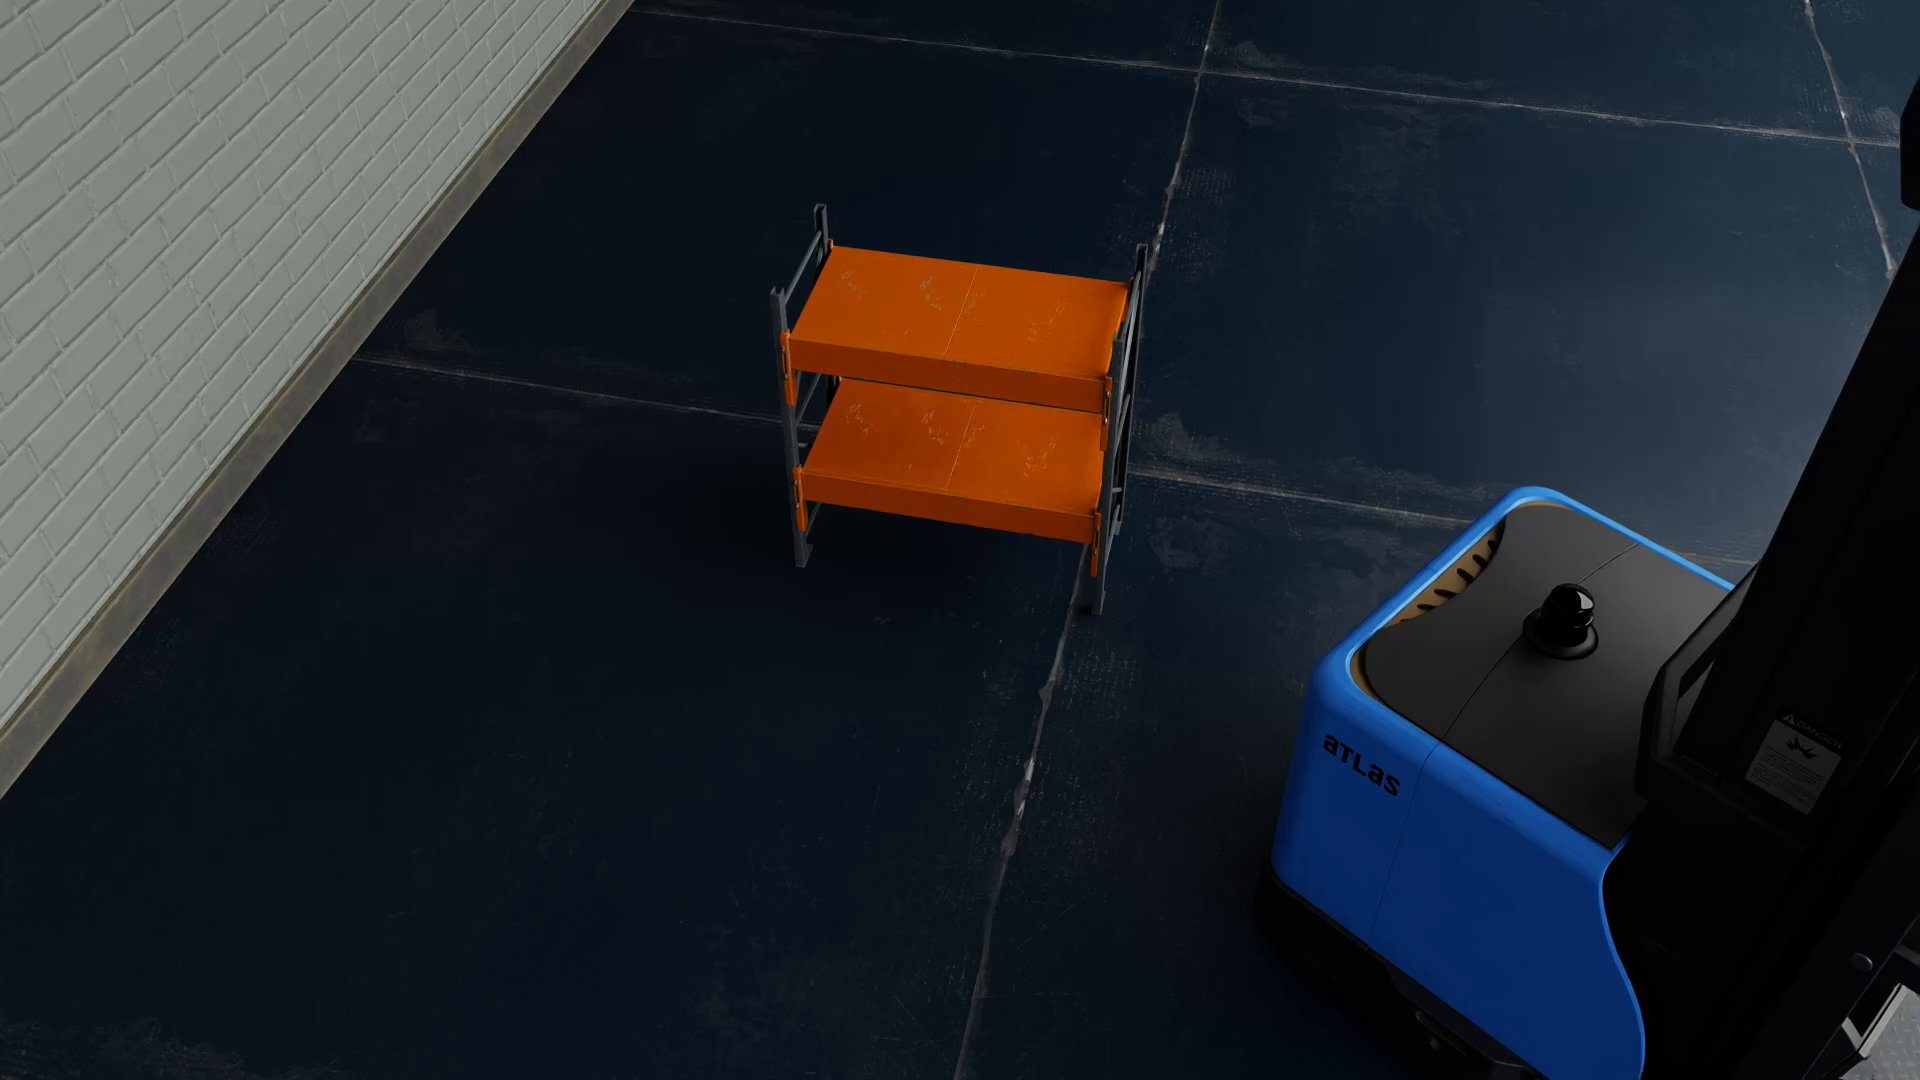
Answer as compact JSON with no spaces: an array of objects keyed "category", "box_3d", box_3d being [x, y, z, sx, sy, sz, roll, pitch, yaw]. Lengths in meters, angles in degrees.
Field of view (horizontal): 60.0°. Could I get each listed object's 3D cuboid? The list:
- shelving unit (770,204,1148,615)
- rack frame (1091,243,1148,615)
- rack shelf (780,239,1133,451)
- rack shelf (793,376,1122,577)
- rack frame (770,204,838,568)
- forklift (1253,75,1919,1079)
[{"category":"shelving unit","box_3d":[0.007,-0.404,5.359,1.048,1.125,0.538,9,45,9]},{"category":"rack frame","box_3d":[0.503,-0.327,5.279,0.032,1.125,0.500,9,45,9]},{"category":"rack shelf","box_3d":[0.007,-0.615,5.156,1.000,0.278,0.538,9,45,9]},{"category":"rack shelf","box_3d":[0.007,-0.228,5.528,1.000,0.278,0.538,9,45,9]},{"category":"rack frame","box_3d":[-0.489,-0.481,5.439,0.032,1.125,0.500,9,45,9]},{"category":"forklift","box_3d":[2.208,0.508,3.109,3.031,2.935,1.130,35,54,31]}]
